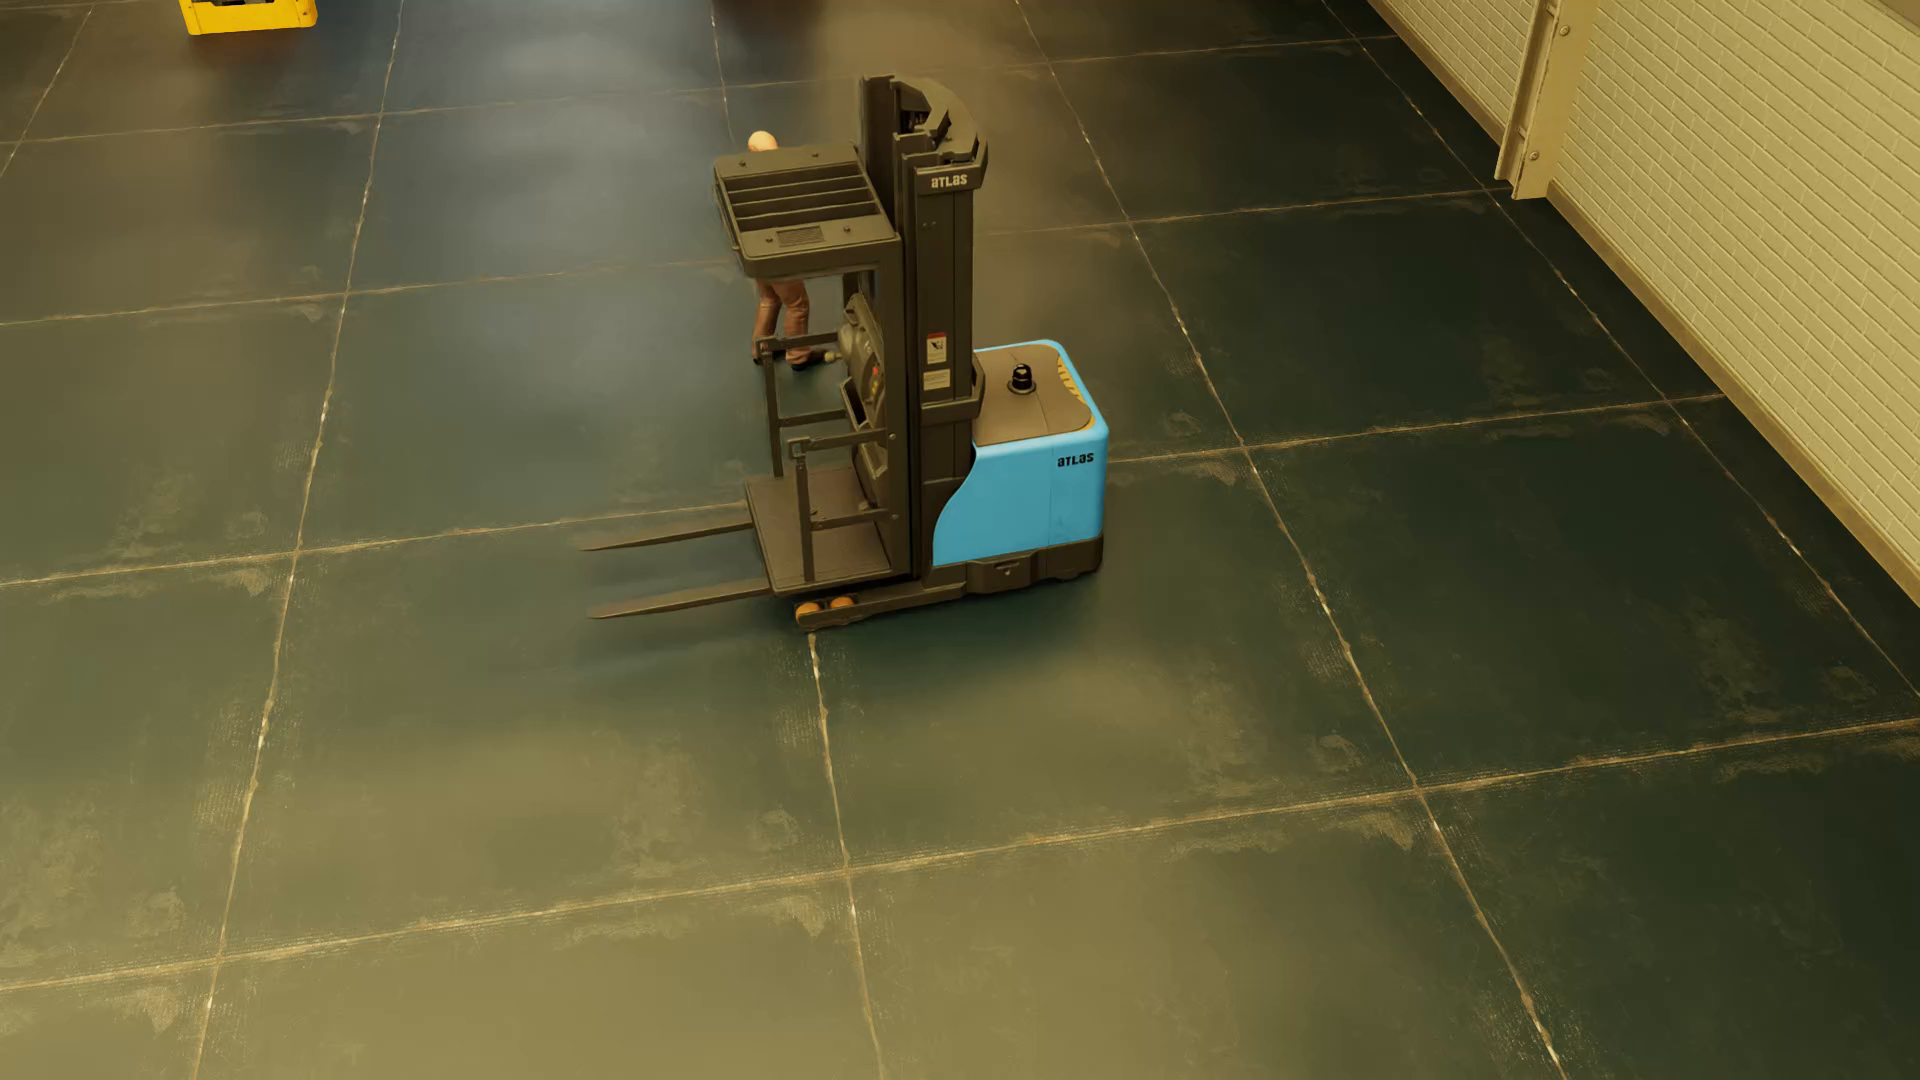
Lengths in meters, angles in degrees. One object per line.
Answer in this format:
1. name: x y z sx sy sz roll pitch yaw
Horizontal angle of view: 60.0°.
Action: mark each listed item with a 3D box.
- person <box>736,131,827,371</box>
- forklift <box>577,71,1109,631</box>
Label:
1. person: -1.246 -1.956 11.209 0.513 1.704 0.731 -23 46 -25
2. forklift: -0.722 -0.971 9.099 3.031 2.935 1.130 -10 41 -11
